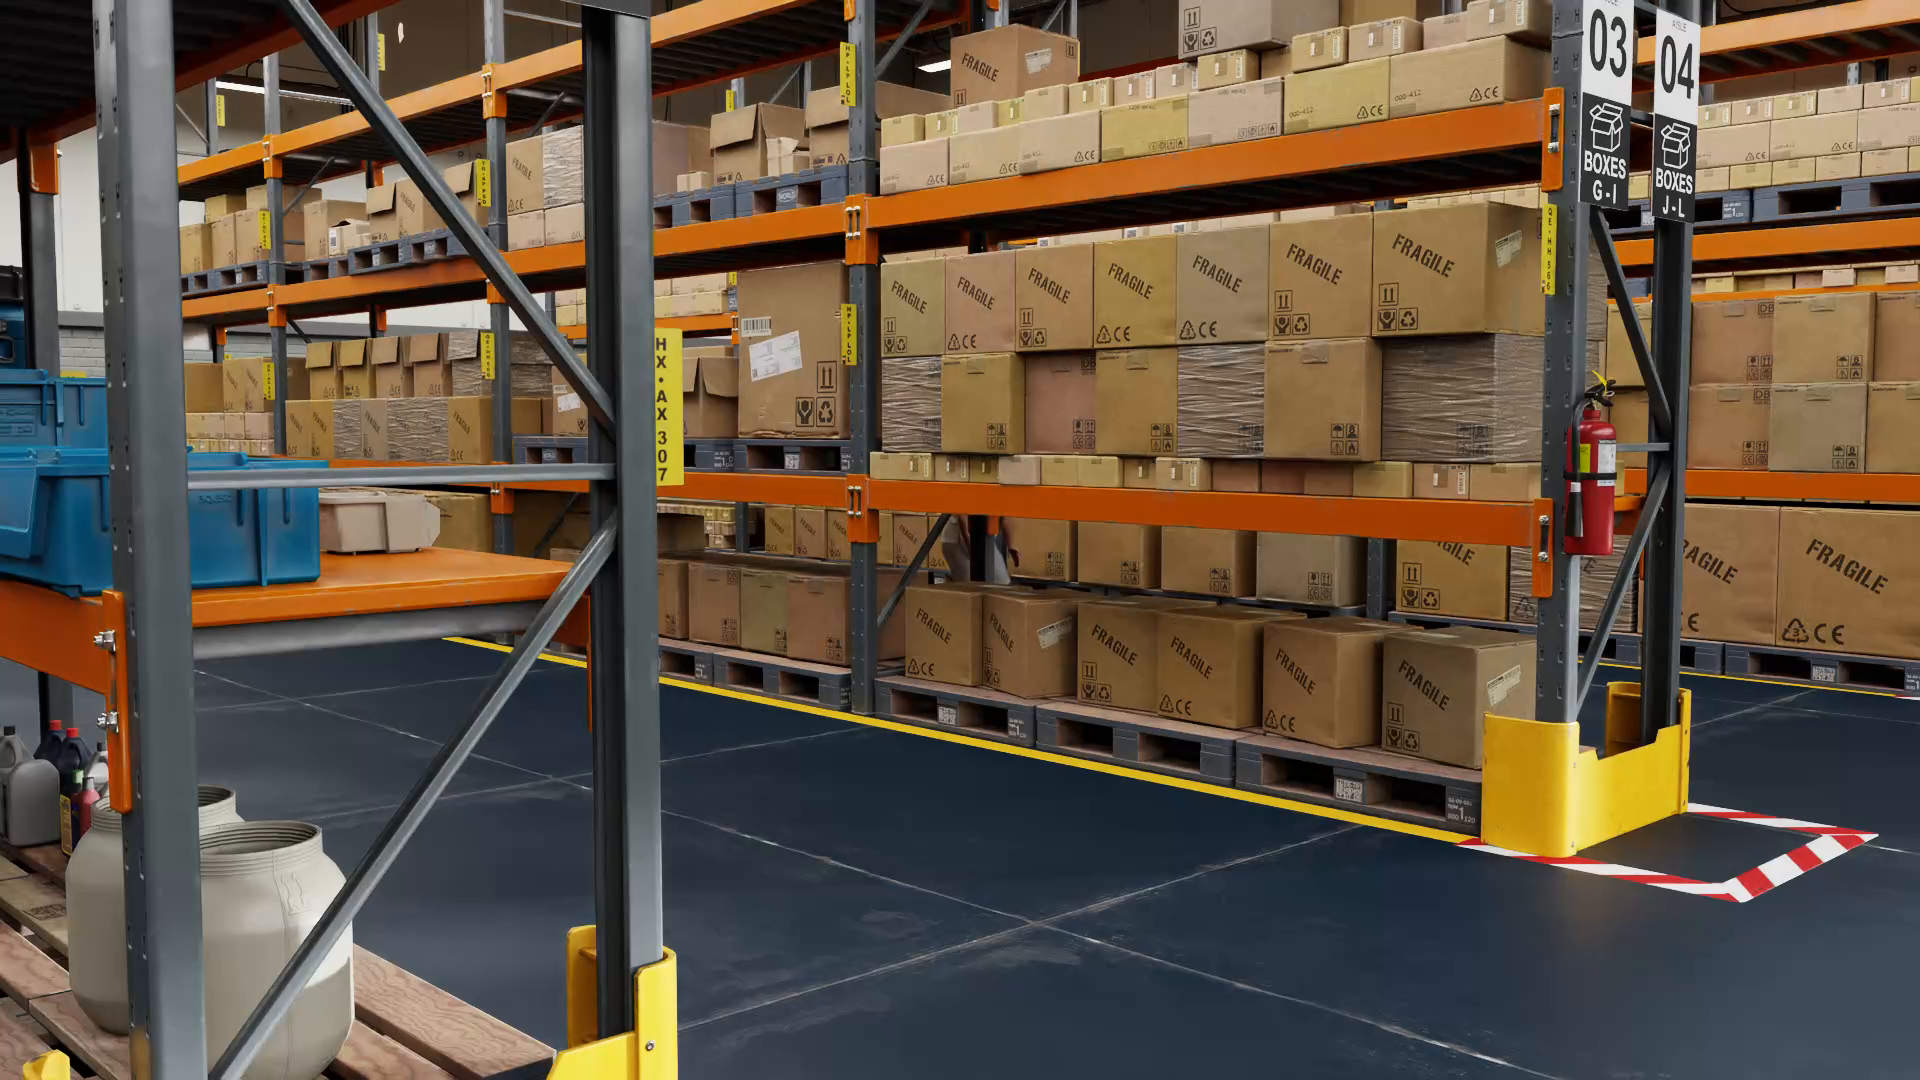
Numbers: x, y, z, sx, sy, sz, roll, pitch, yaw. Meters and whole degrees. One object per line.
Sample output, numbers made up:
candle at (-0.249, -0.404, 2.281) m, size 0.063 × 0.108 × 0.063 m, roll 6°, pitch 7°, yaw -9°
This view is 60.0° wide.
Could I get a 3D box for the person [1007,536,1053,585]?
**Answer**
person at (0.265, 0.402, 11.022) m, size 0.432 × 0.874 × 0.763 m, roll -4°, pitch 6°, yaw -44°
